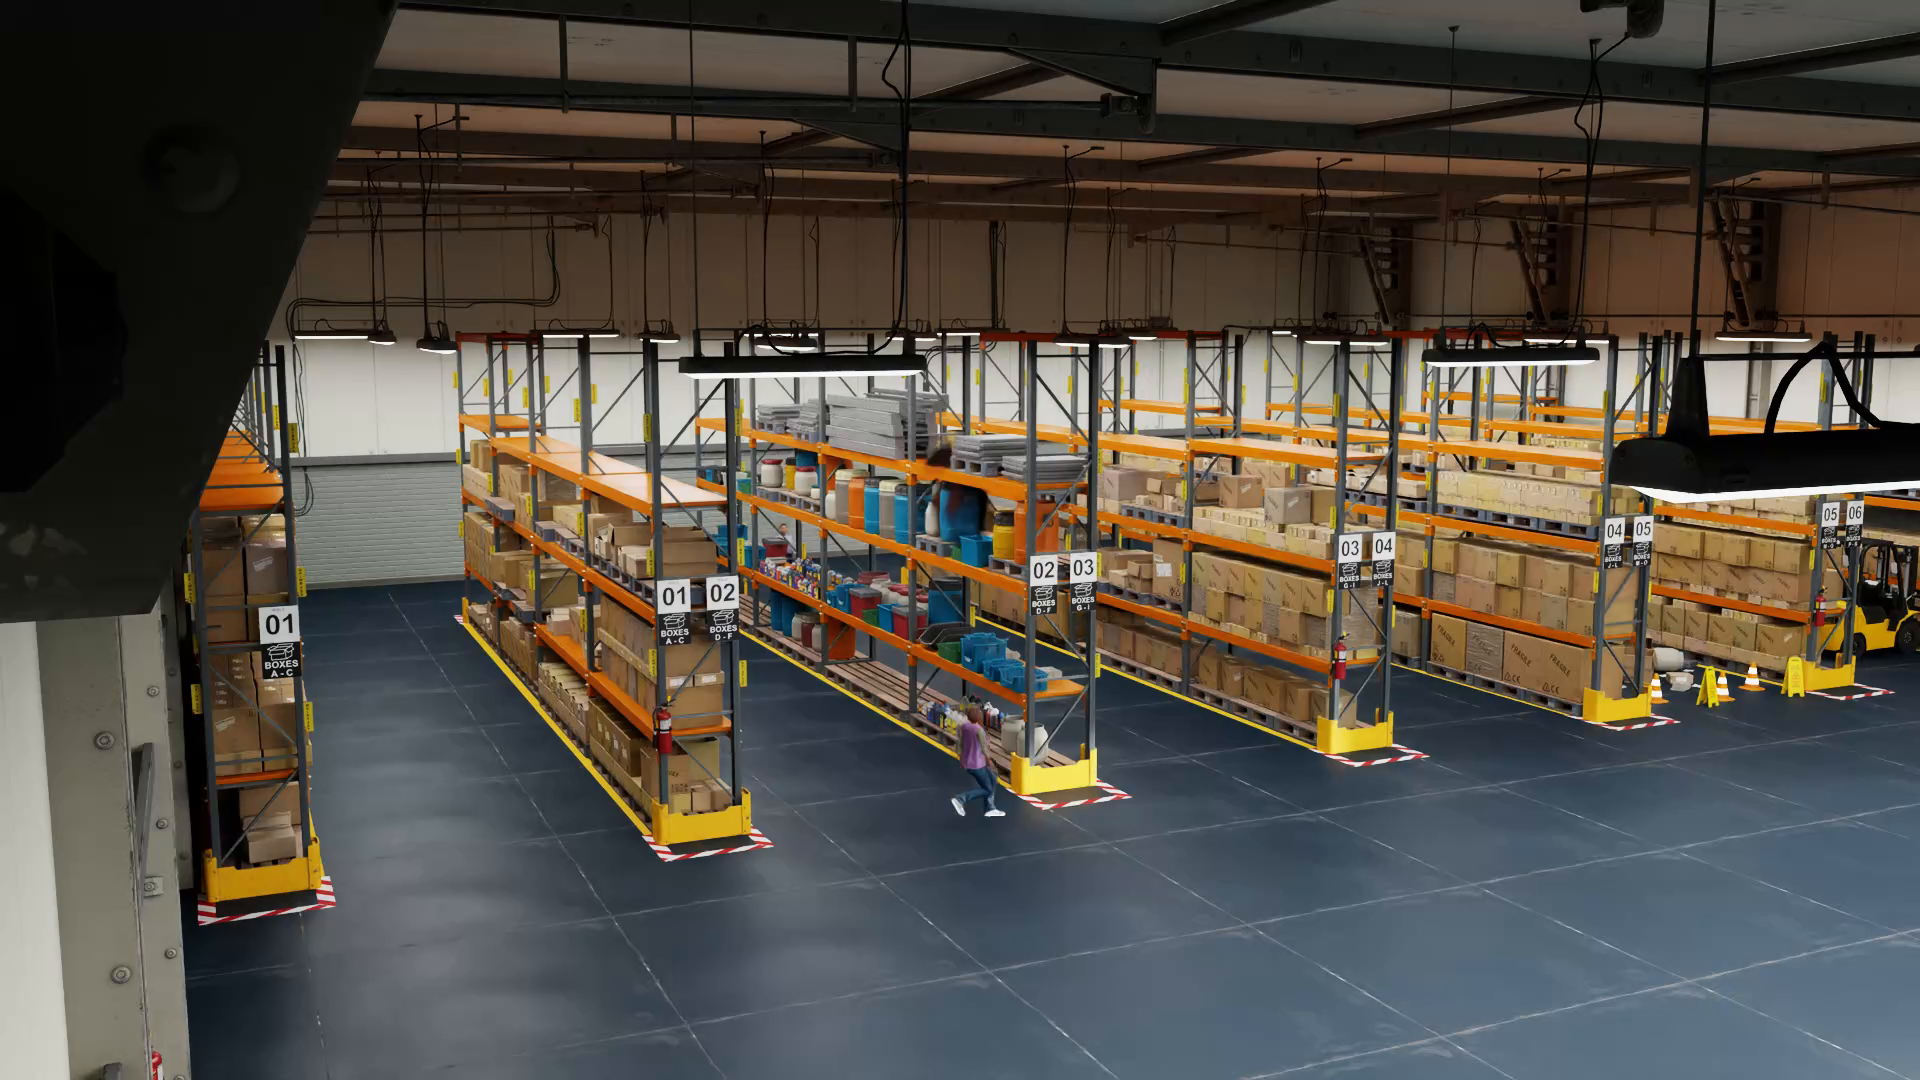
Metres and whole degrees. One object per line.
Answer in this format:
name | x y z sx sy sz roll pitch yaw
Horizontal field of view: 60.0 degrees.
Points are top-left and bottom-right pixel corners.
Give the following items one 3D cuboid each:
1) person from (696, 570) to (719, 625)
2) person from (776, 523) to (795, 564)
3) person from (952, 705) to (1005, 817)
person | -4.918 1.138 32.069 0.675 1.761 0.958 -1 8 -8
person | -3.905 0.438 37.716 0.443 1.651 0.520 4 9 26
person | 0.220 2.797 20.970 0.725 1.468 0.449 -3 8 -22
